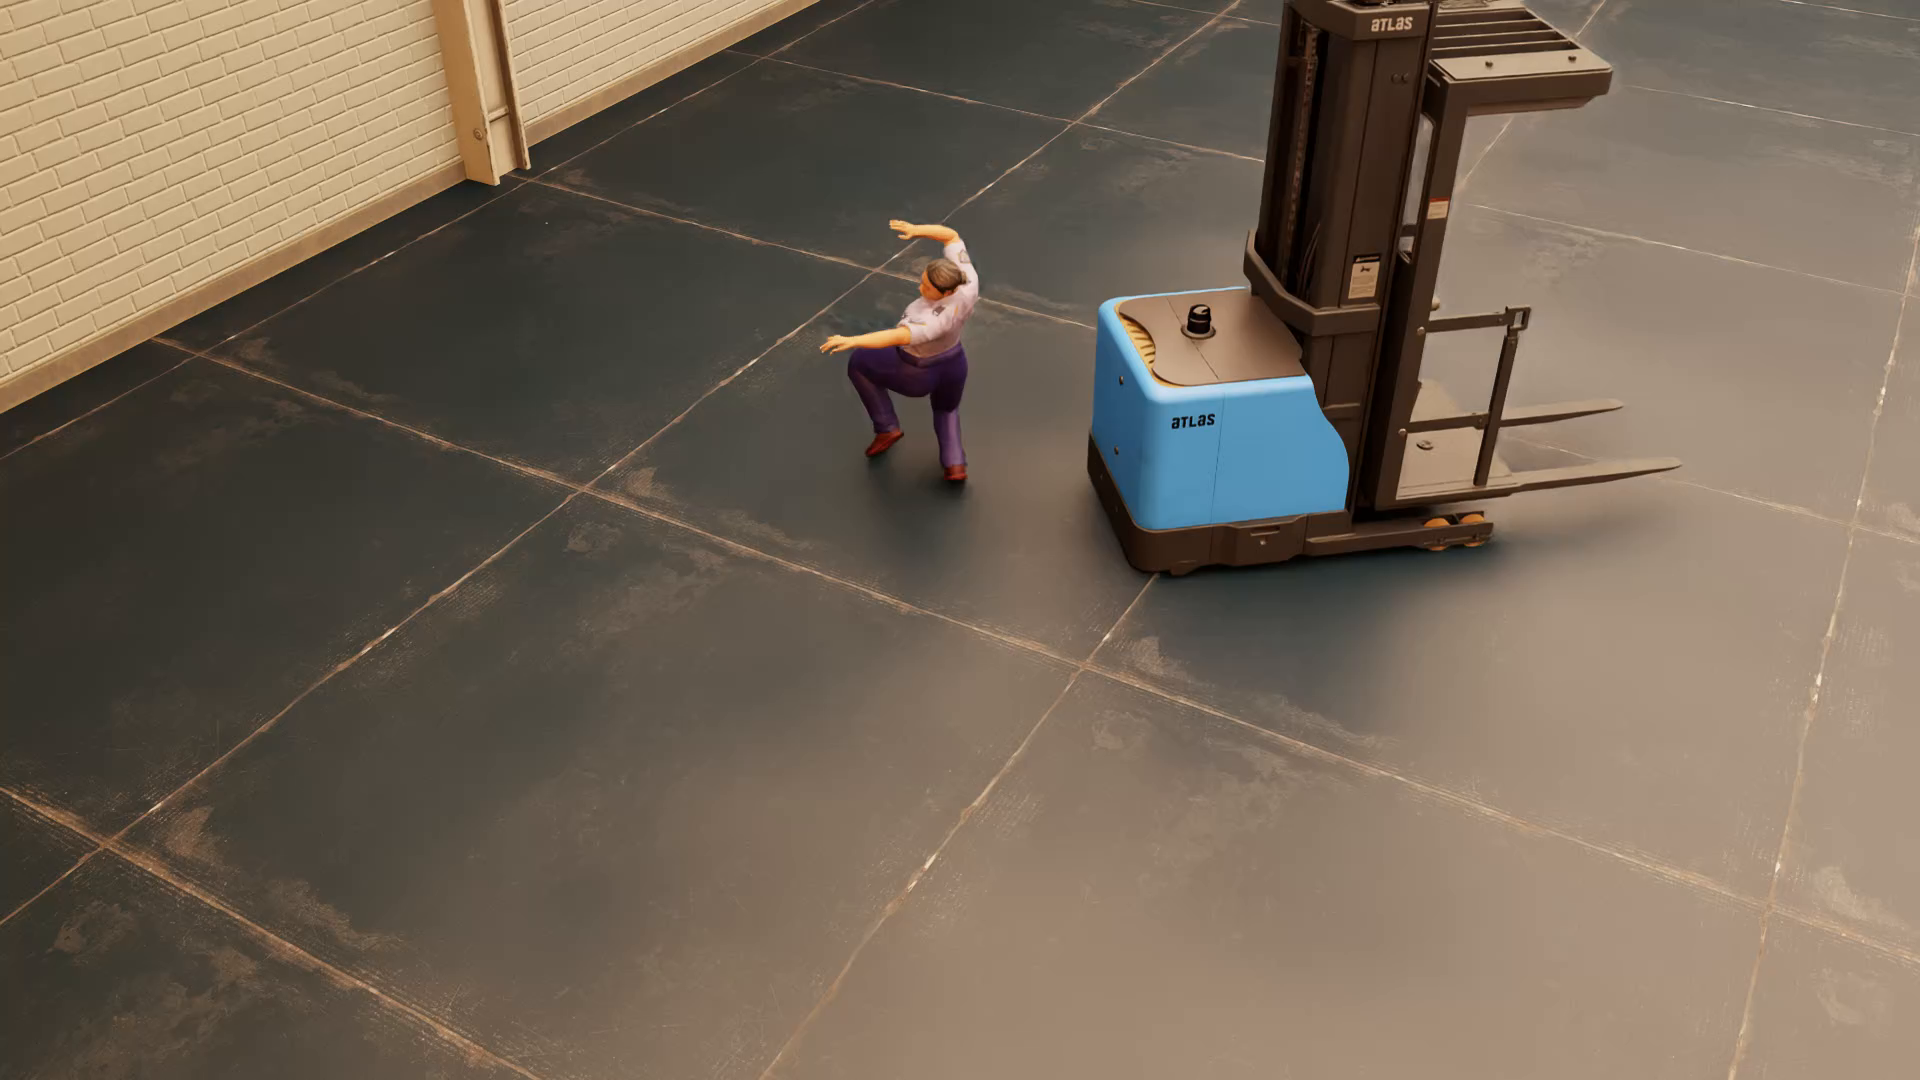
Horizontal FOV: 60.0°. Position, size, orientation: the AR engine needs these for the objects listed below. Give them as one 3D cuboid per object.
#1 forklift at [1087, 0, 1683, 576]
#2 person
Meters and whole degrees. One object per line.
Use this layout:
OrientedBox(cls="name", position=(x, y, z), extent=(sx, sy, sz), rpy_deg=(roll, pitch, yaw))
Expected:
OrientedBox(cls="forklift", position=(2.256, -1.432, 8.058), extent=(3.031, 2.935, 1.130), rpy_deg=(-6, 36, -9))
OrientedBox(cls="person", position=(-0.422, -0.922, 8.629), extent=(1.021, 1.509, 0.815), rpy_deg=(-22, 41, -28))
